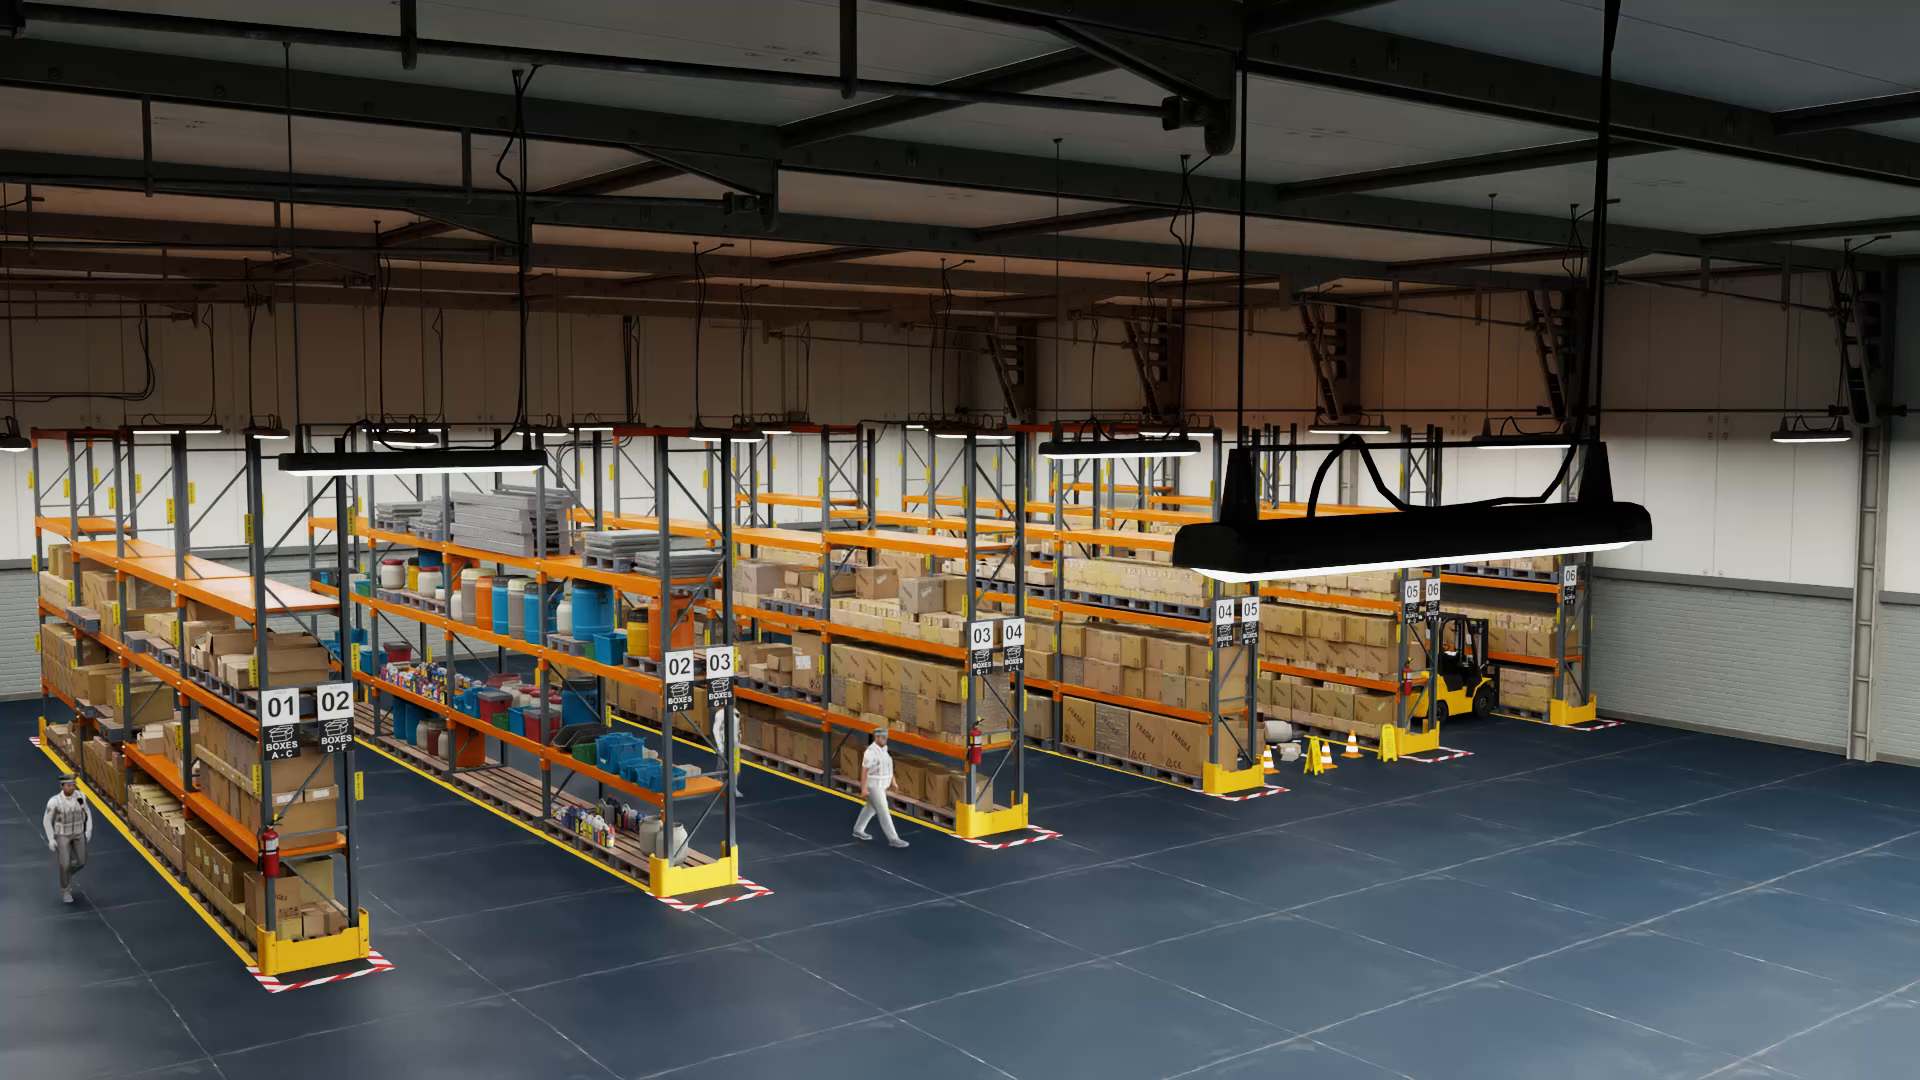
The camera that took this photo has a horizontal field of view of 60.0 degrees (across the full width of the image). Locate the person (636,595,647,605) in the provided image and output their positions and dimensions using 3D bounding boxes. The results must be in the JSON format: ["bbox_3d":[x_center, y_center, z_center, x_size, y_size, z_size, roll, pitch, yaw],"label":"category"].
[{"bbox_3d":[-8.075,2.175,42.378,0.528,1.628,1.033,-4,6,-38],"label":"person"}]

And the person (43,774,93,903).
[{"bbox_3d":[-11.580,3.823,21.558,0.549,1.659,0.583,4,6,42],"label":"person"}]

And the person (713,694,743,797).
[{"bbox_3d":[-3.804,3.364,27.466,0.564,1.652,0.776,-3,6,-38],"label":"person"}]

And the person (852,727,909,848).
[{"bbox_3d":[-1.136,3.558,24.150,1.031,1.698,0.560,2,5,21],"label":"person"}]
